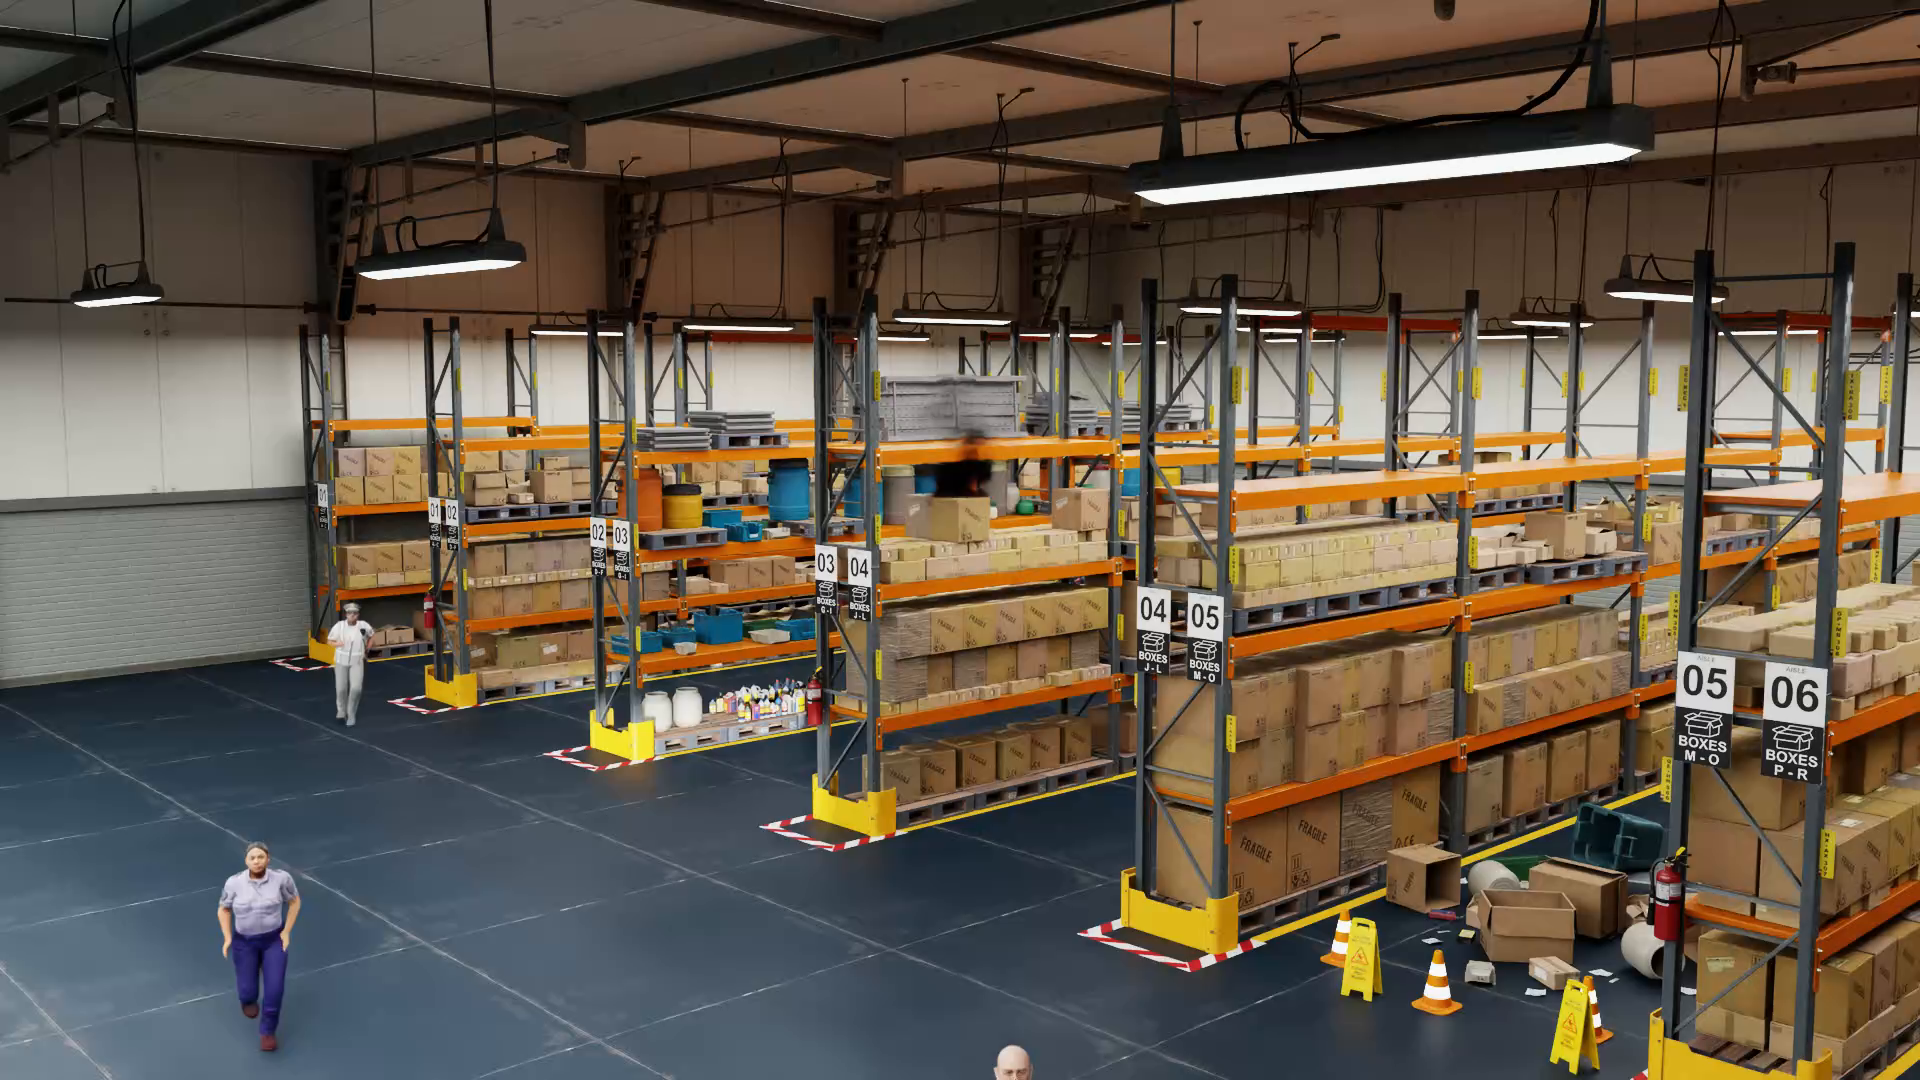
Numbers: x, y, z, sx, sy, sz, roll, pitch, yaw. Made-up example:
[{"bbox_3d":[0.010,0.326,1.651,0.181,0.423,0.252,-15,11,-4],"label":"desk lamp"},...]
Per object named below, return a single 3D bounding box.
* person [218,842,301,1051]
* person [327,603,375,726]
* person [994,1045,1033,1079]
[{"bbox_3d":[-5.398,3.094,12.846,0.593,1.588,0.586,-2,6,-22],"label":"person"},{"bbox_3d":[-8.954,1.835,24.478,0.659,1.851,0.765,-2,6,-18],"label":"person"},{"bbox_3d":[0.291,3.450,8.386,0.693,1.768,0.681,0,6,1],"label":"person"}]
